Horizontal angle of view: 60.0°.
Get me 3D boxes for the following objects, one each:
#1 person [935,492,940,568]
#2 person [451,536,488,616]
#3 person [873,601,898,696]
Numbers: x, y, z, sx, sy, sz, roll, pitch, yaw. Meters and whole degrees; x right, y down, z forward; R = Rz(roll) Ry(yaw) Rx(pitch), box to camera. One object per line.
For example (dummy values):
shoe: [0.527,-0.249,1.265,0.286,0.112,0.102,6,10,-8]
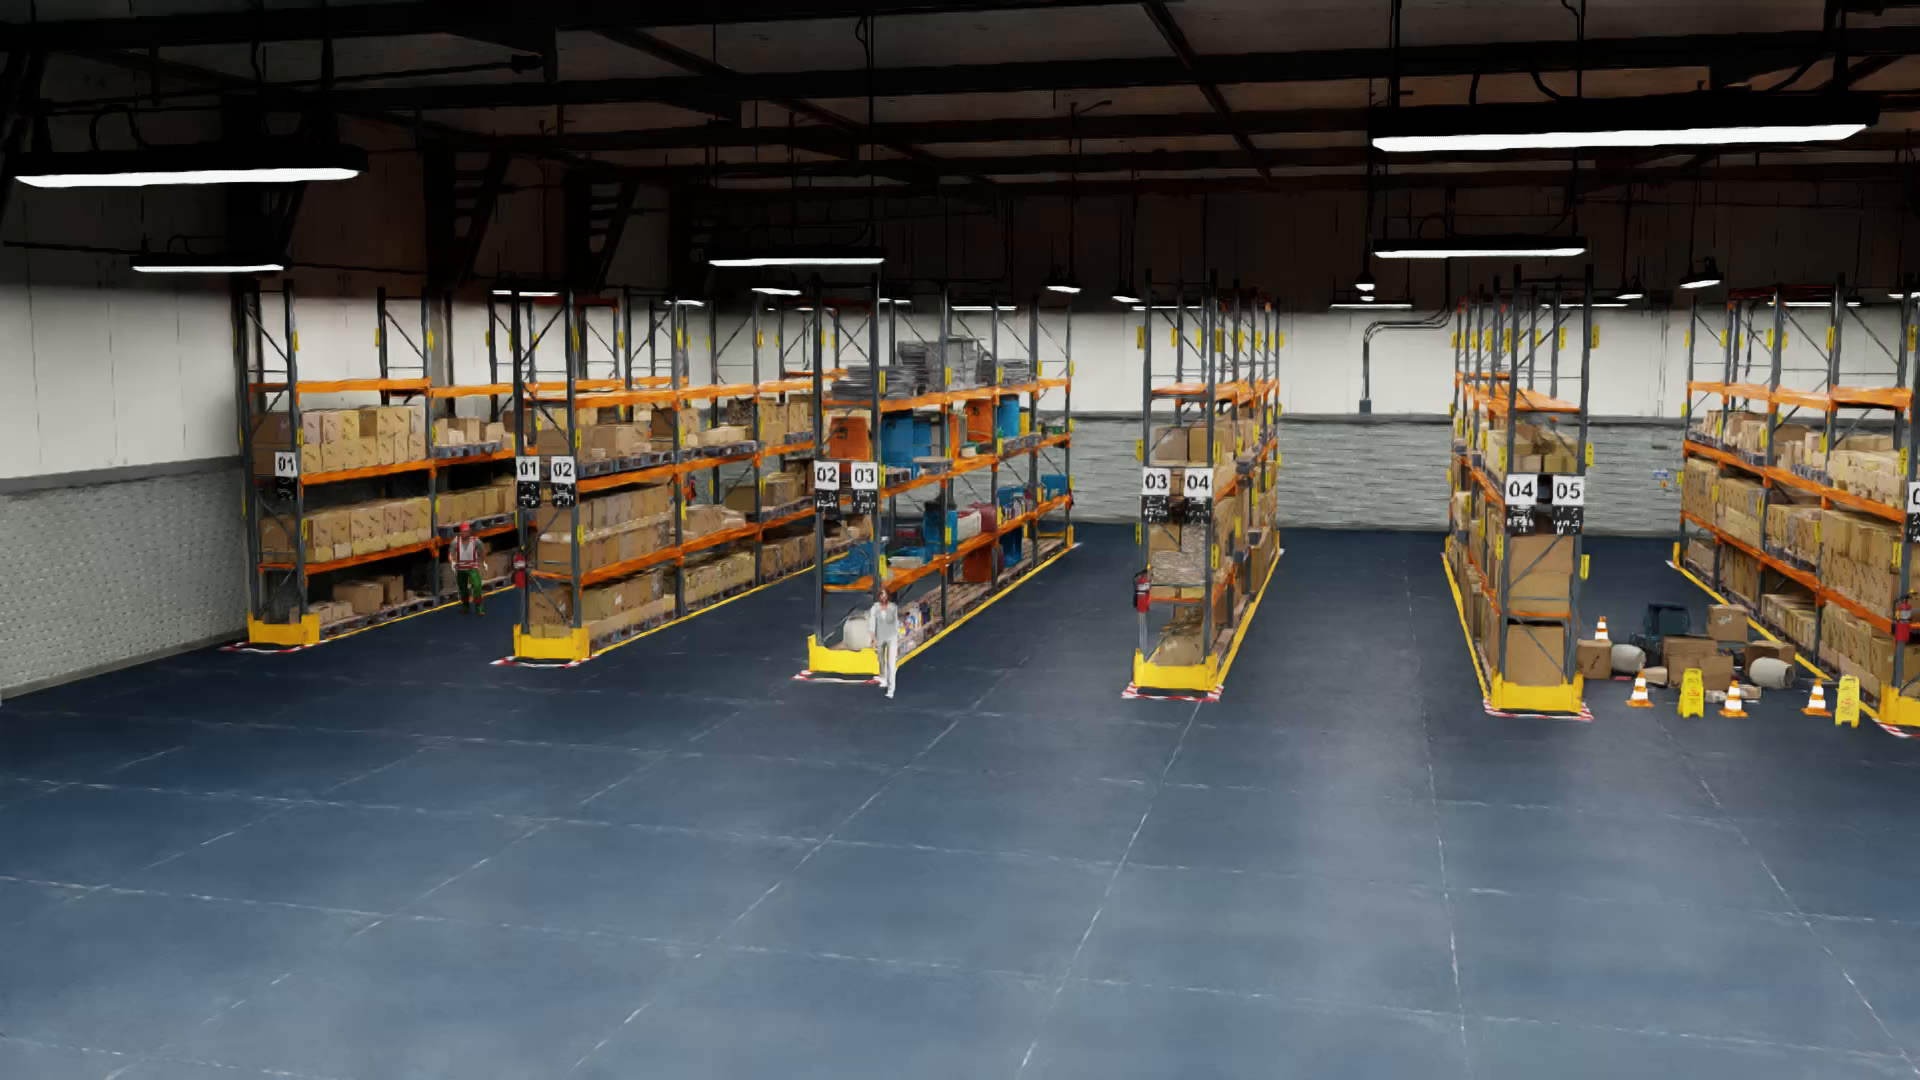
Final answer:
person: [-0.432,-0.219,36.623,0.422,1.663,0.489,-2,7,-17]
person: [-8.900,0.628,30.242,0.619,1.496,0.827,0,7,-4]
person: [-1.053,1.514,23.606,0.354,1.312,0.957,1,7,5]
